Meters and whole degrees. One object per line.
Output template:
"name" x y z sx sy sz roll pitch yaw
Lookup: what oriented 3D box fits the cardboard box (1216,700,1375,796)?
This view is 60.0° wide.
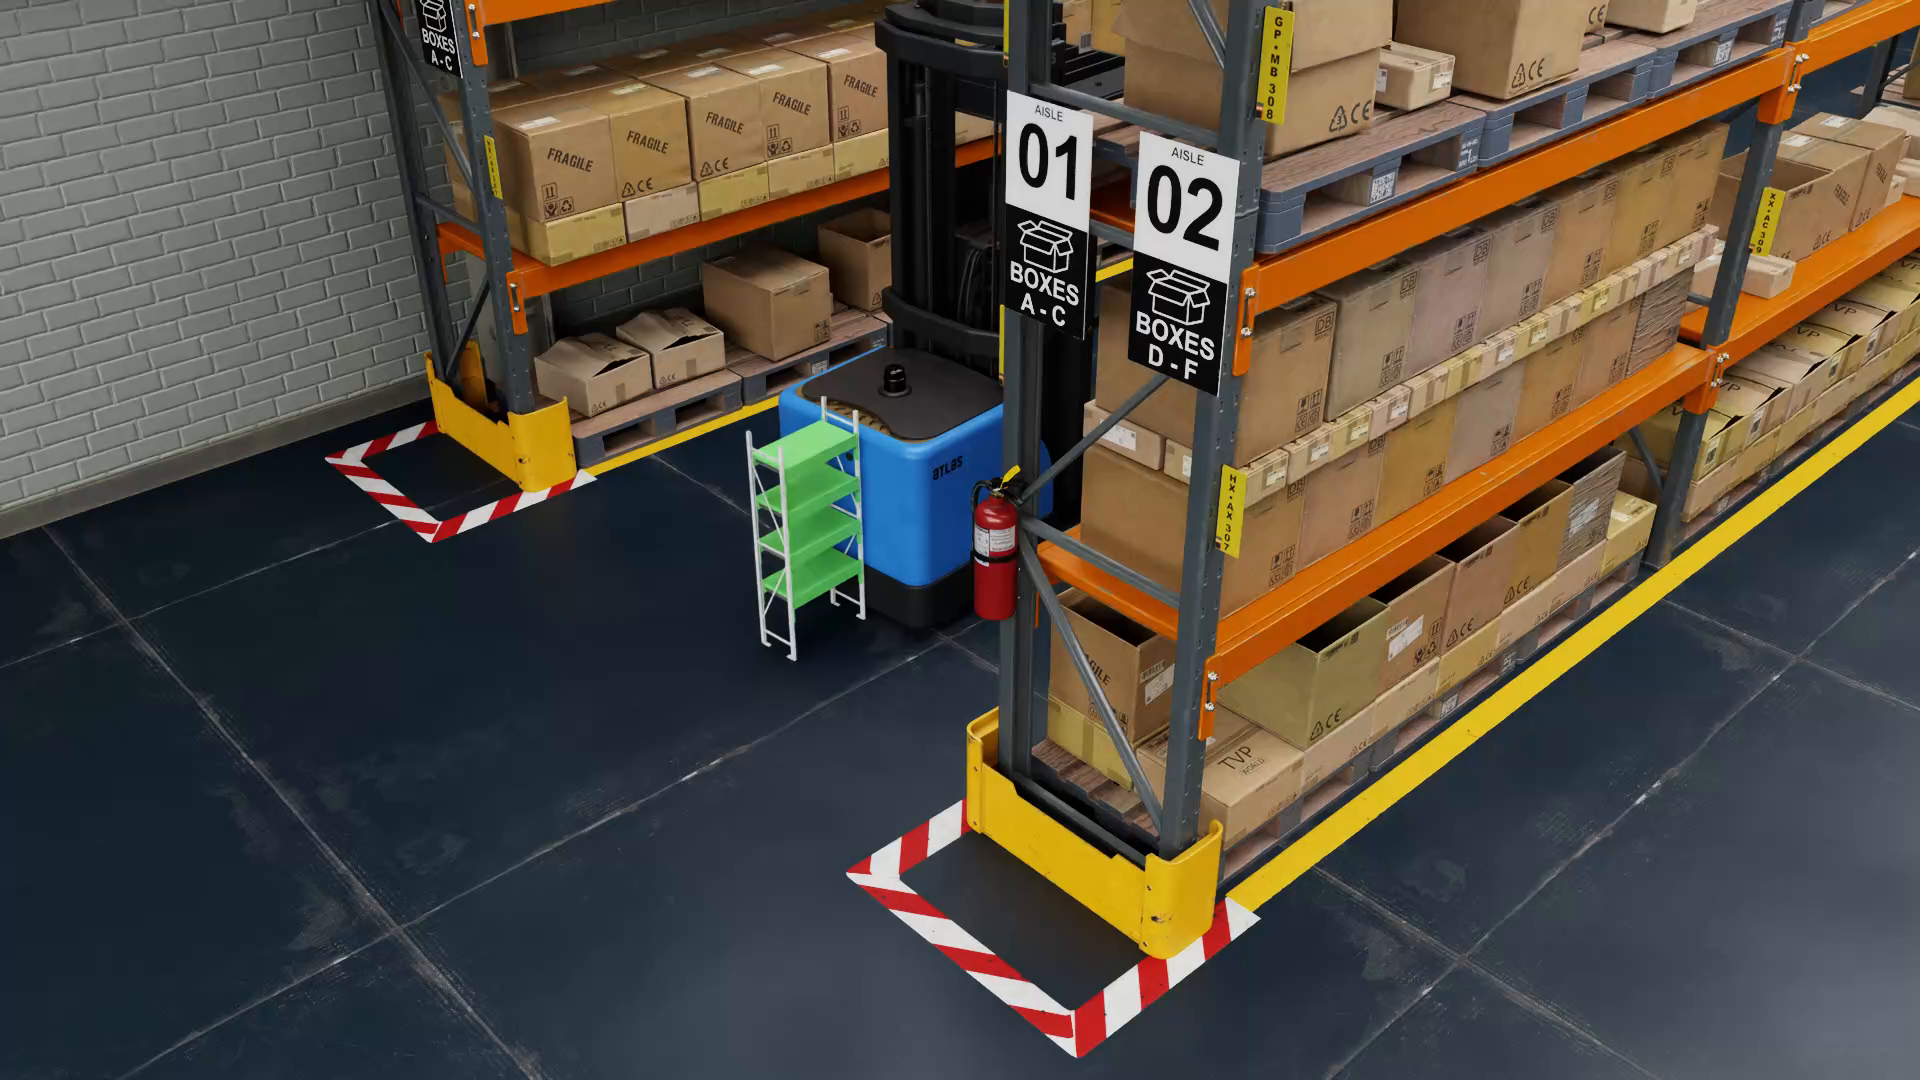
"cardboard box" 1.451 0.804 7.294 0.500 0.250 0.500 -26 40 -35

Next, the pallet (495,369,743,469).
"pallet" -2.153 -0.912 10.539 1.213 0.211 1.003 -26 40 -35

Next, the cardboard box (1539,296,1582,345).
"cardboard box" 2.490 -1.016 7.319 0.250 0.149 0.380 -25 39 -34

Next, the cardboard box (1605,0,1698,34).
"cardboard box" 2.777 -2.204 6.808 0.250 0.149 0.380 -26 40 -35

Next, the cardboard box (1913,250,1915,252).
"cardboard box" 6.935 -2.287 12.089 0.500 0.500 0.500 -24 39 -34

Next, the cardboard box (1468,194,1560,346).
"cardboard box" 2.051 -1.228 7.043 0.500 0.500 0.700 -26 40 -35

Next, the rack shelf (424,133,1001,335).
"rack shelf" -1.361 -2.203 10.666 4.000 0.370 1.077 -26 40 -35

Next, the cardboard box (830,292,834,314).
"cardboard box" -1.081 -1.631 11.353 0.380 0.149 0.250 26 40 35

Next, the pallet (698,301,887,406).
"pallet" -1.258 -1.343 11.243 1.213 0.211 1.003 -26 40 -35

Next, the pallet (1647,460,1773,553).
"pallet" 3.990 -0.412 9.721 1.213 0.211 1.003 -26 40 -35

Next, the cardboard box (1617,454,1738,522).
"cardboard box" 3.940 -0.380 9.229 0.500 0.250 0.500 -27 40 -37

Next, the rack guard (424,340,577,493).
"rack guard" -2.772 -0.761 10.015 0.348 0.500 1.175 -26 40 -35

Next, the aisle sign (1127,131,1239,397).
"aisle sign" 0.703 -0.875 5.314 0.004 0.787 0.394 -26 40 -35

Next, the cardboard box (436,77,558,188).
"cardboard box" -2.627 -2.313 9.563 0.500 0.500 0.500 -26 40 -36

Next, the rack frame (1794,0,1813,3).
"rack frame" 3.476 -3.885 6.977 0.127 3.000 1.000 -26 40 -35

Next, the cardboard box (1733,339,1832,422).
"cardboard box" 4.698 -0.982 9.675 0.500 0.311 0.500 -27 41 -37

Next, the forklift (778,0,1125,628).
"forklift" 0.418 -1.494 8.883 1.130 2.935 3.031 25 39 35

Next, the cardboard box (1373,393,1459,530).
"cardboard box" 1.644 -0.472 7.050 0.500 0.500 0.700 -26 40 -35

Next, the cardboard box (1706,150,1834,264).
"cardboard box" 4.436 -1.821 9.257 0.500 0.500 0.500 -23 38 -32

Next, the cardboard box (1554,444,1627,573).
"cardboard box" 2.910 -0.230 8.266 0.500 0.500 0.500 -26 40 -35

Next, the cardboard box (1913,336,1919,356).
"cardboard box" 6.189 -1.470 11.012 0.500 0.250 0.500 -25 39 -34

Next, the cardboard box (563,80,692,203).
"cardboard box" -1.904 -2.290 9.526 0.500 0.500 0.500 -26 40 -35

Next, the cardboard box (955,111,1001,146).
"cardboard box" -0.036 -2.880 11.208 0.500 0.250 0.500 -26 40 -35

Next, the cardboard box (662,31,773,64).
"cardboard box" -1.506 -2.852 10.444 0.500 0.500 0.500 -25 39 -35

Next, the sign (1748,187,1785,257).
"sign" 3.854 -1.517 7.949 0.005 0.325 0.100 -26 40 -35

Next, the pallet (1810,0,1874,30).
"pallet" 4.114 -2.841 8.329 0.805 0.209 1.217 27 41 37

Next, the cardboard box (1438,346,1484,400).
"cardboard box" 1.920 -0.740 6.868 0.250 0.149 0.380 -26 40 -36

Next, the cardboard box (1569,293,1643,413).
"cardboard box" 2.773 -1.019 7.945 0.500 0.500 0.700 -26 40 -36

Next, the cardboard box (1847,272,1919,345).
"cardboard box" 5.816 -1.523 10.560 0.500 0.311 0.500 -27 40 -36

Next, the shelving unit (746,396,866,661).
"shelving unit" -0.744 -0.049 8.181 0.258 1.200 0.503 25 39 35

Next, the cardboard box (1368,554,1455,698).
"cardboard box" 1.811 0.302 7.395 0.500 0.500 0.500 -26 40 -35

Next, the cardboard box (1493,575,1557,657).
"cardboard box" 2.555 0.273 8.161 0.500 0.250 0.500 -26 40 -35

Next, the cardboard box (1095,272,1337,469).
"cardboard box" 0.933 -0.682 6.151 0.500 0.500 0.700 -26 40 -35

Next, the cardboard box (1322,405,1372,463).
"cardboard box" 1.353 -0.465 6.418 0.250 0.149 0.380 -26 40 -35

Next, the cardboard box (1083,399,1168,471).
"cardboard box" 0.693 -0.434 6.367 0.250 0.149 0.380 -27 40 -36

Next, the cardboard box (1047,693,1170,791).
"cardboard box" 0.735 0.784 7.325 0.500 0.250 0.500 -26 40 -35

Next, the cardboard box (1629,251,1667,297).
"cardboard box" 3.049 -1.285 7.759 0.250 0.149 0.380 -27 41 -37

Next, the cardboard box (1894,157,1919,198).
"cardboard box" 5.937 -2.212 10.233 0.250 0.149 0.380 -26 40 -35

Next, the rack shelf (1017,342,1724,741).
"rack shelf" 2.009 -0.309 7.570 4.000 0.370 1.077 -26 40 -35

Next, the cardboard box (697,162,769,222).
"cardboard box" -1.506 -2.164 10.039 0.500 0.250 0.500 -27 40 -36

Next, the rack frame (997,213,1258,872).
"rack frame" 0.543 0.094 6.222 0.127 3.000 1.000 -26 40 -35

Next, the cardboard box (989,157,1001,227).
"cardboard box" 0.634 -2.608 12.614 0.500 0.500 0.700 -24 39 -34

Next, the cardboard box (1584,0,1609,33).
"cardboard box" 2.183 -2.352 6.710 0.637 0.503 0.797 -21 37 -30

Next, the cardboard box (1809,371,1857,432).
"cardboard box" 5.068 -0.925 10.121 0.500 0.250 0.500 -25 39 -35

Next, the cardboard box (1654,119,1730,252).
"cardboard box" 3.155 -1.762 7.916 0.500 0.500 0.700 -26 40 -35

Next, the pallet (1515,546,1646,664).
"pallet" 2.864 0.130 8.834 1.213 0.211 1.003 -26 40 -35

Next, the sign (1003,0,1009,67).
"sign" 0.184 -1.743 5.576 0.005 0.325 0.100 -26 40 -35

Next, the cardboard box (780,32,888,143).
"cardboard box" -0.770 -2.844 10.431 0.500 0.500 0.500 -27 41 -37

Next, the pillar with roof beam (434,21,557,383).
"pillar with roof beam" 0.024 -3.292 6.008 0.400 9.000 9.100 -26 40 -35

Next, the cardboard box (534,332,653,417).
"cardboard box" -2.260 -1.052 10.250 0.500 0.311 0.500 24 39 34

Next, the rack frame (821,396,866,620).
"rack frame" -0.581 -0.144 8.335 0.240 1.200 0.015 25 39 35

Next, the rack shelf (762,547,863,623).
"rack shelf" -0.744 0.210 8.339 0.258 0.148 0.480 25 39 35

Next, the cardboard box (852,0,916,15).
"cardboard box" -0.382 -3.397 11.335 0.500 0.500 0.500 -27 40 -36

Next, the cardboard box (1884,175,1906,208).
"cardboard box" 5.512 -2.163 10.153 0.250 0.149 0.380 -23 38 -32
